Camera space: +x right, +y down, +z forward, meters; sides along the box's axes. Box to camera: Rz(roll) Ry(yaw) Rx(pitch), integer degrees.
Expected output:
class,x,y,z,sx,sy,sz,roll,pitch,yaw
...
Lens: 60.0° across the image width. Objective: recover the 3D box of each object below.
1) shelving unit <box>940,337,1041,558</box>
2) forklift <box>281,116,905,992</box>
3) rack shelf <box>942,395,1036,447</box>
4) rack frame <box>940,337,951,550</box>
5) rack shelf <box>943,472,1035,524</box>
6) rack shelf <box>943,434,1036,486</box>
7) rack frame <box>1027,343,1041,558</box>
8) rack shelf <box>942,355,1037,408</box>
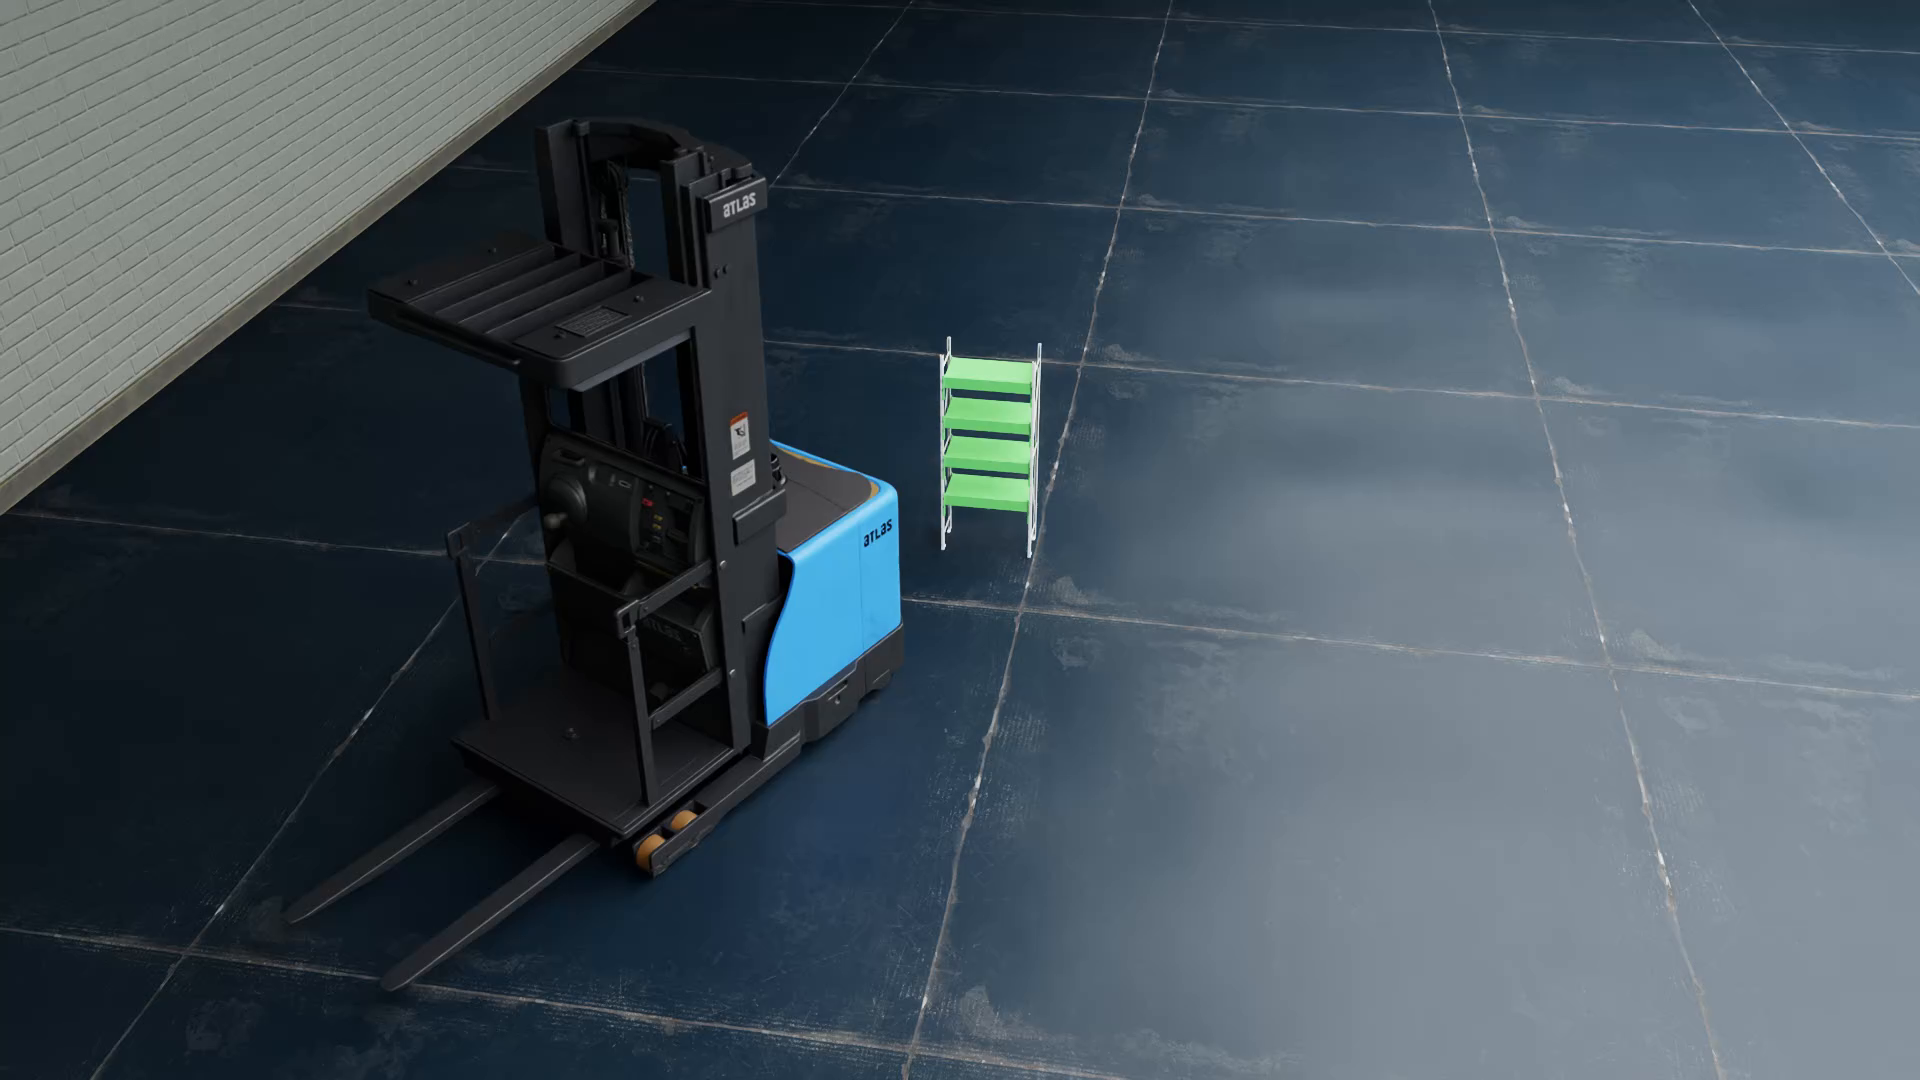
class,x,y,z,sx,sy,sz,roll,pitch,yaw
shelving unit,0.163,-0.494,9.082,0.503,1.200,0.258,5,32,8
forklift,-1.545,-0.102,6.824,1.130,2.935,3.031,21,38,30
rack shelf,0.163,-0.643,8.988,0.480,0.148,0.258,5,32,8
rack frame,-0.077,-0.516,9.117,0.015,1.200,0.240,5,32,8
rack shelf,0.163,-0.236,9.243,0.480,0.148,0.258,5,32,8
rack shelf,0.163,-0.440,9.116,0.480,0.148,0.258,5,32,8
rack frame,0.404,-0.472,9.047,0.015,1.200,0.240,5,32,8
rack shelf,0.163,-0.847,8.861,0.480,0.148,0.258,5,32,8
